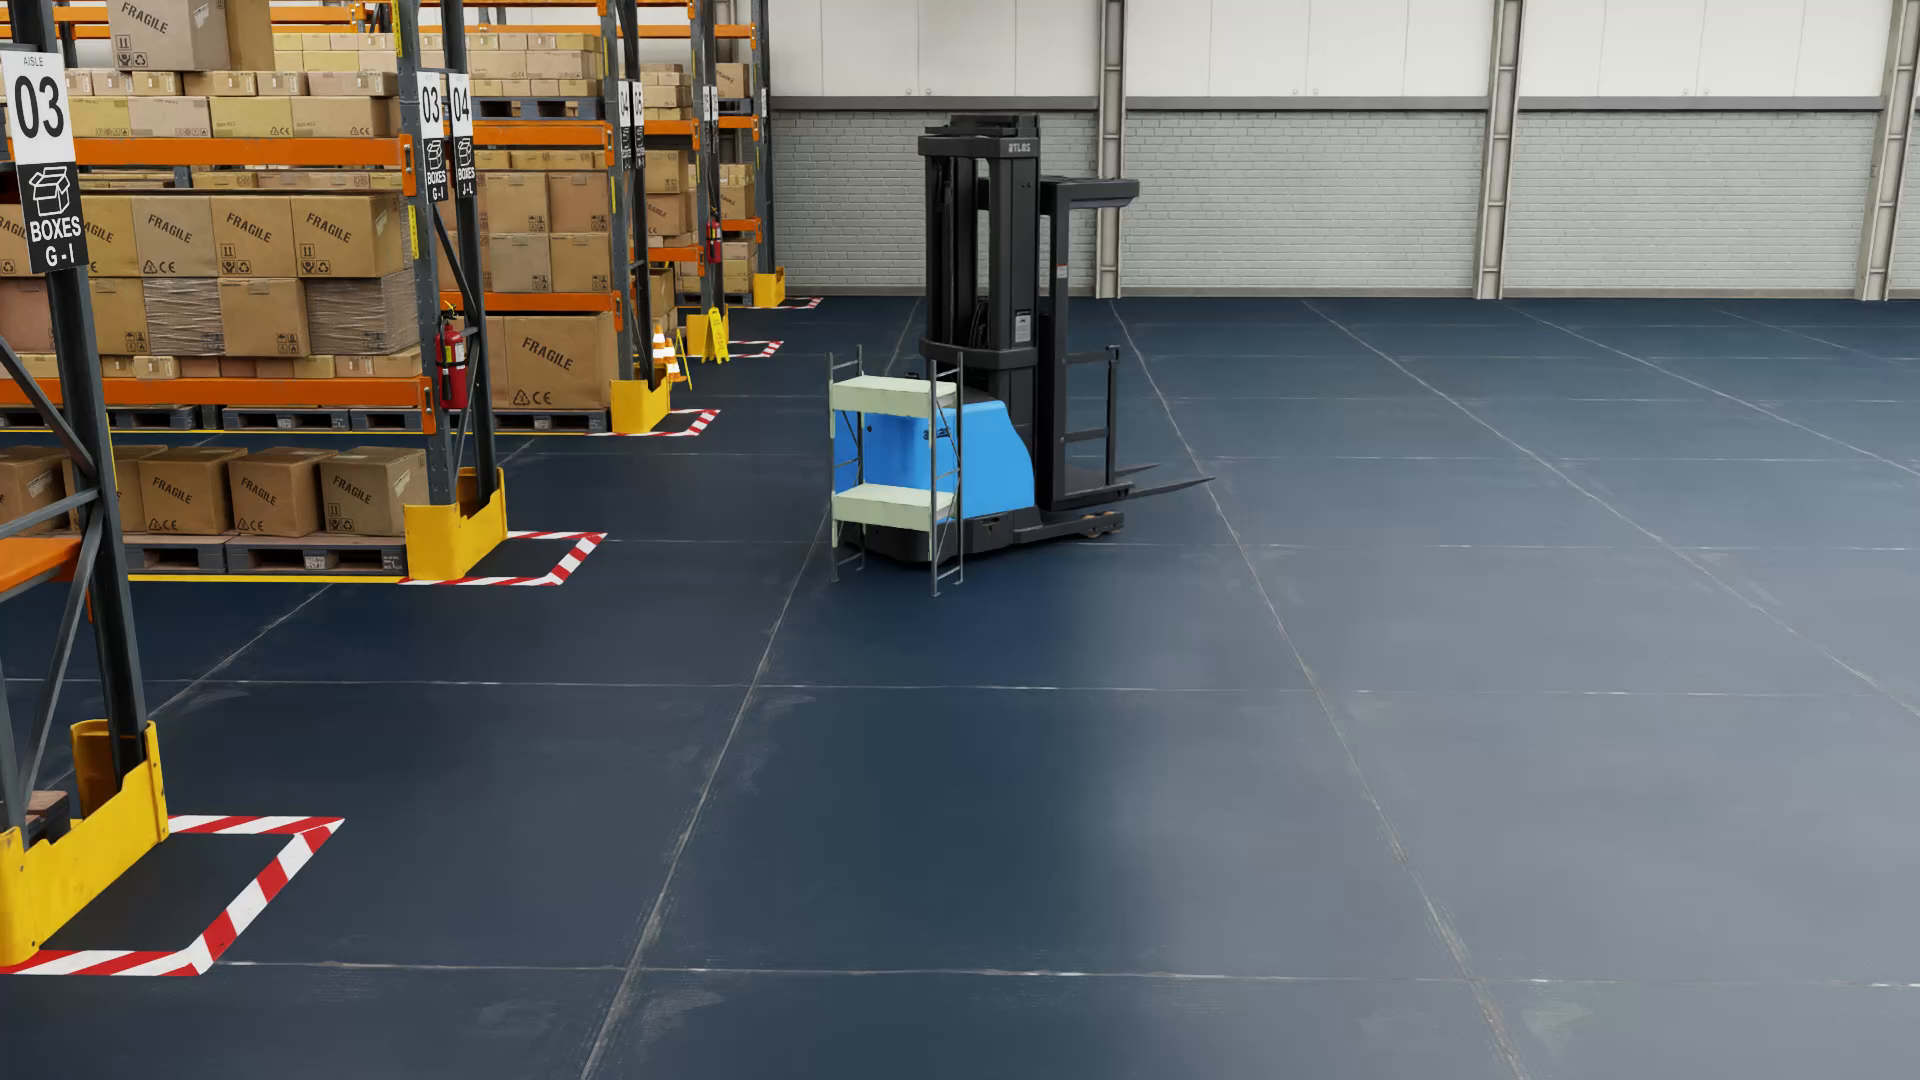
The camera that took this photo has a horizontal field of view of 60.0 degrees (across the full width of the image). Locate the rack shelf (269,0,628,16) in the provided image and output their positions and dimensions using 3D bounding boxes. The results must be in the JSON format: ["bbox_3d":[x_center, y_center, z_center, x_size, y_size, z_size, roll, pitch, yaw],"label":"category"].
[{"bbox_3d":[-5.119,-4.971,15.235,4.000,0.370,1.077,0,15,1],"label":"rack shelf"}]

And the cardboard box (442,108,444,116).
[{"bbox_3d":[-6.276,-5.162,20.139,0.250,0.149,0.380,0,15,1],"label":"cardboard box"}]

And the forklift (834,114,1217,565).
[{"bbox_3d":[0.568,-1.525,11.876,3.031,2.935,1.130,-11,18,-35],"label":"forklift"}]

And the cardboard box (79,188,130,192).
[{"bbox_3d":[-5.889,-2.097,11.168,0.500,0.500,0.500,0,15,1],"label":"cardboard box"}]

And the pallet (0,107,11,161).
[{"bbox_3d":[-4.298,-1.460,5.986,1.213,0.211,1.003,0,15,1],"label":"pallet"}]

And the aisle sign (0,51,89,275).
[{"bbox_3d":[-3.394,-1.402,6.179,0.004,0.787,0.394,0,15,1],"label":"aisle sign"}]

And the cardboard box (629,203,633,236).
[{"bbox_3d":[-4.144,-3.991,20.309,0.500,0.500,0.500,0,15,2],"label":"cardboard box"}]

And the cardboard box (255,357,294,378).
[{"bbox_3d":[-4.388,-1.158,10.840,0.250,0.149,0.380,0,15,1],"label":"cardboard box"}]

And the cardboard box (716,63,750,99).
[{"bbox_3d":[-3.420,-6.818,24.707,0.500,0.500,0.500,1,15,3],"label":"cardboard box"}]

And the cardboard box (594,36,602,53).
[{"bbox_3d":[-3.445,-4.648,15.606,0.250,0.149,0.380,1,15,2],"label":"cardboard box"}]

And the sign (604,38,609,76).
[{"bbox_3d":[-3.147,-4.300,14.799,0.005,0.325,0.100,0,15,1],"label":"sign"}]

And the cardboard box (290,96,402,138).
[{"bbox_3d":[-3.836,-2.650,10.419,0.500,0.250,0.500,1,15,3],"label":"cardboard box"}]

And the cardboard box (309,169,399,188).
[{"bbox_3d":[-5.661,-3.195,15.661,0.550,0.550,0.875,0,15,1],"label":"cardboard box"}]

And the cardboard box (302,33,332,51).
[{"bbox_3d":[-5.744,-4.495,15.028,0.250,0.149,0.380,1,15,2],"label":"cardboard box"}]

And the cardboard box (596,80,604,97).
[{"bbox_3d":[-3.454,-4.263,15.710,0.250,0.149,0.380,0,15,2],"label":"cardboard box"}]

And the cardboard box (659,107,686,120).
[{"bbox_3d":[-3.458,-5.121,19.983,0.250,0.149,0.380,0,15,2],"label":"cardboard box"}]

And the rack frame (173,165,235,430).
[{"bbox_3d":[-7.118,-2.624,15.907,0.127,3.000,1.000,0,15,1],"label":"rack frame"}]

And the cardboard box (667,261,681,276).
[{"bbox_3d":[-4.483,-4.170,25.352,0.500,0.250,0.500,0,15,0],"label":"cardboard box"}]

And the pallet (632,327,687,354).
[{"bbox_3d":[-3.981,-2.528,21.007,1.213,0.211,1.003,0,15,1],"label":"pallet"}]

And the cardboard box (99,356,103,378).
[{"bbox_3d":[-5.639,-1.154,10.827,0.250,0.149,0.380,0,15,1],"label":"cardboard box"}]

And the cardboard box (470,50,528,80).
[{"bbox_3d":[-4.116,-4.307,15.096,0.500,0.250,0.500,0,15,2],"label":"cardboard box"}]

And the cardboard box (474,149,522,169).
[{"bbox_3d":[-5.647,-4.486,20.223,0.500,0.500,0.700,0,15,0],"label":"cardboard box"}]

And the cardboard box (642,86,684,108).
[{"bbox_3d":[-3.612,-5.318,19.946,0.500,0.250,0.500,0,15,1],"label":"cardboard box"}]

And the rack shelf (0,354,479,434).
[{"bbox_3d":[-5.346,-0.999,11.158,4.000,0.370,1.077,0,15,1],"label":"rack shelf"}]

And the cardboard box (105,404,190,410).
[{"bbox_3d":[-7.741,-1.721,16.069,0.750,0.750,1.050,0,15,1],"label":"cardboard box"}]

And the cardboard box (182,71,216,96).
[{"bbox_3d":[-4.662,-2.861,10.438,0.250,0.149,0.380,1,15,2],"label":"cardboard box"}]

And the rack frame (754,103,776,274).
[{"bbox_3d":[-2.971,-5.127,25.394,0.127,3.000,1.000,0,15,1],"label":"rack frame"}]

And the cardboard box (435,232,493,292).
[{"bbox_3d":[-4.598,-2.695,15.882,0.550,0.550,0.875,0,15,1],"label":"cardboard box"}]

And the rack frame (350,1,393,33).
[{"bbox_3d":[-7.093,-6.788,19.929,0.127,3.000,1.000,0,15,1],"label":"rack frame"}]

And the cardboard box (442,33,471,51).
[{"bbox_3d":[-4.479,-4.487,14.996,0.250,0.149,0.380,0,15,2],"label":"cardboard box"}]

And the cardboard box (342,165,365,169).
[{"bbox_3d":[-7.554,-4.690,20.861,0.250,0.149,0.380,0,15,1],"label":"cardboard box"}]

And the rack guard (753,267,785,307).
[{"bbox_3d":[-2.947,-3.918,25.712,0.348,0.500,1.175,0,15,1],"label":"rack guard"}]

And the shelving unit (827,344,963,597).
[{"bbox_3d":[-0.408,-0.452,10.614,0.755,1.500,0.431,7,16,26],"label":"shelving unit"}]

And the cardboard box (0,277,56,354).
[{"bbox_3d":[-5.896,-1.544,11.032,0.500,0.500,0.875,0,15,1],"label":"cardboard box"}]

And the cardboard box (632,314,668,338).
[{"bbox_3d":[-3.933,-2.672,20.653,0.500,0.250,0.500,0,15,1],"label":"cardboard box"}]

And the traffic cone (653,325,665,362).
[{"bbox_3d":[-3.557,-2.309,19.683,0.334,0.463,0.336,0,15,1],"label":"traffic cone"}]

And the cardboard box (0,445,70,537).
[{"bbox_3d":[-6.374,-0.340,11.325,0.500,0.500,0.500,5,16,19],"label":"cardboard box"}]

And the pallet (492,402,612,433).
[{"bbox_3d":[-3.921,-1.235,16.108,1.213,0.211,1.003,0,15,1],"label":"pallet"}]

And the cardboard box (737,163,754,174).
[{"bbox_3d":[-3.301,-5.690,25.475,0.250,0.149,0.380,0,15,0],"label":"cardboard box"}]

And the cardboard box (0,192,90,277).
[{"bbox_3d":[-5.903,-1.962,10.657,0.500,0.500,0.500,0,15,1],"label":"cardboard box"}]

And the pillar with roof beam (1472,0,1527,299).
[{"bbox_3d":[8.242,-7.086,21.059,0.400,9.000,9.100,0,15,1],"label":"pillar with roof beam"}]

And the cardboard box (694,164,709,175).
[{"bbox_3d":[-3.844,-5.570,25.022,0.250,0.149,0.380,1,15,3],"label":"cardboard box"}]

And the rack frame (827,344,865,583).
[{"bbox_3d":[-0.736,-0.494,10.773,0.023,1.500,0.400,7,16,26],"label":"rack frame"}]

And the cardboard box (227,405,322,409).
[{"bbox_3d":[-6.491,-1.778,16.042,0.875,0.875,0.875,1,15,2],"label":"cardboard box"}]

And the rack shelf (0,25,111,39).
[{"bbox_3d":[-12.968,-7.552,25.018,4.000,0.370,1.077,0,15,1],"label":"rack shelf"}]

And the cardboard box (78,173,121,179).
[{"bbox_3d":[-10.647,-4.247,20.454,0.500,0.500,0.500,0,15,0],"label":"cardboard box"}]

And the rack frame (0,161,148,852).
[{"bbox_3d":[-3.474,-0.071,6.229,0.127,3.000,1.000,0,15,1],"label":"rack frame"}]

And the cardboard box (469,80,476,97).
[{"bbox_3d":[-4.478,-4.101,15.097,0.250,0.149,0.380,0,15,1],"label":"cardboard box"}]

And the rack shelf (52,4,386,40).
[{"bbox_3d":[-9.092,-6.260,20.121,4.000,0.370,1.077,0,15,1],"label":"rack shelf"}]

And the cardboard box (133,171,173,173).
[{"bbox_3d":[-10.113,-4.376,20.944,0.500,0.500,0.500,0,15,1],"label":"cardboard box"}]

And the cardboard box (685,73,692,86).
[{"bbox_3d":[-3.444,-5.630,20.349,0.250,0.149,0.380,0,15,1],"label":"cardboard box"}]
